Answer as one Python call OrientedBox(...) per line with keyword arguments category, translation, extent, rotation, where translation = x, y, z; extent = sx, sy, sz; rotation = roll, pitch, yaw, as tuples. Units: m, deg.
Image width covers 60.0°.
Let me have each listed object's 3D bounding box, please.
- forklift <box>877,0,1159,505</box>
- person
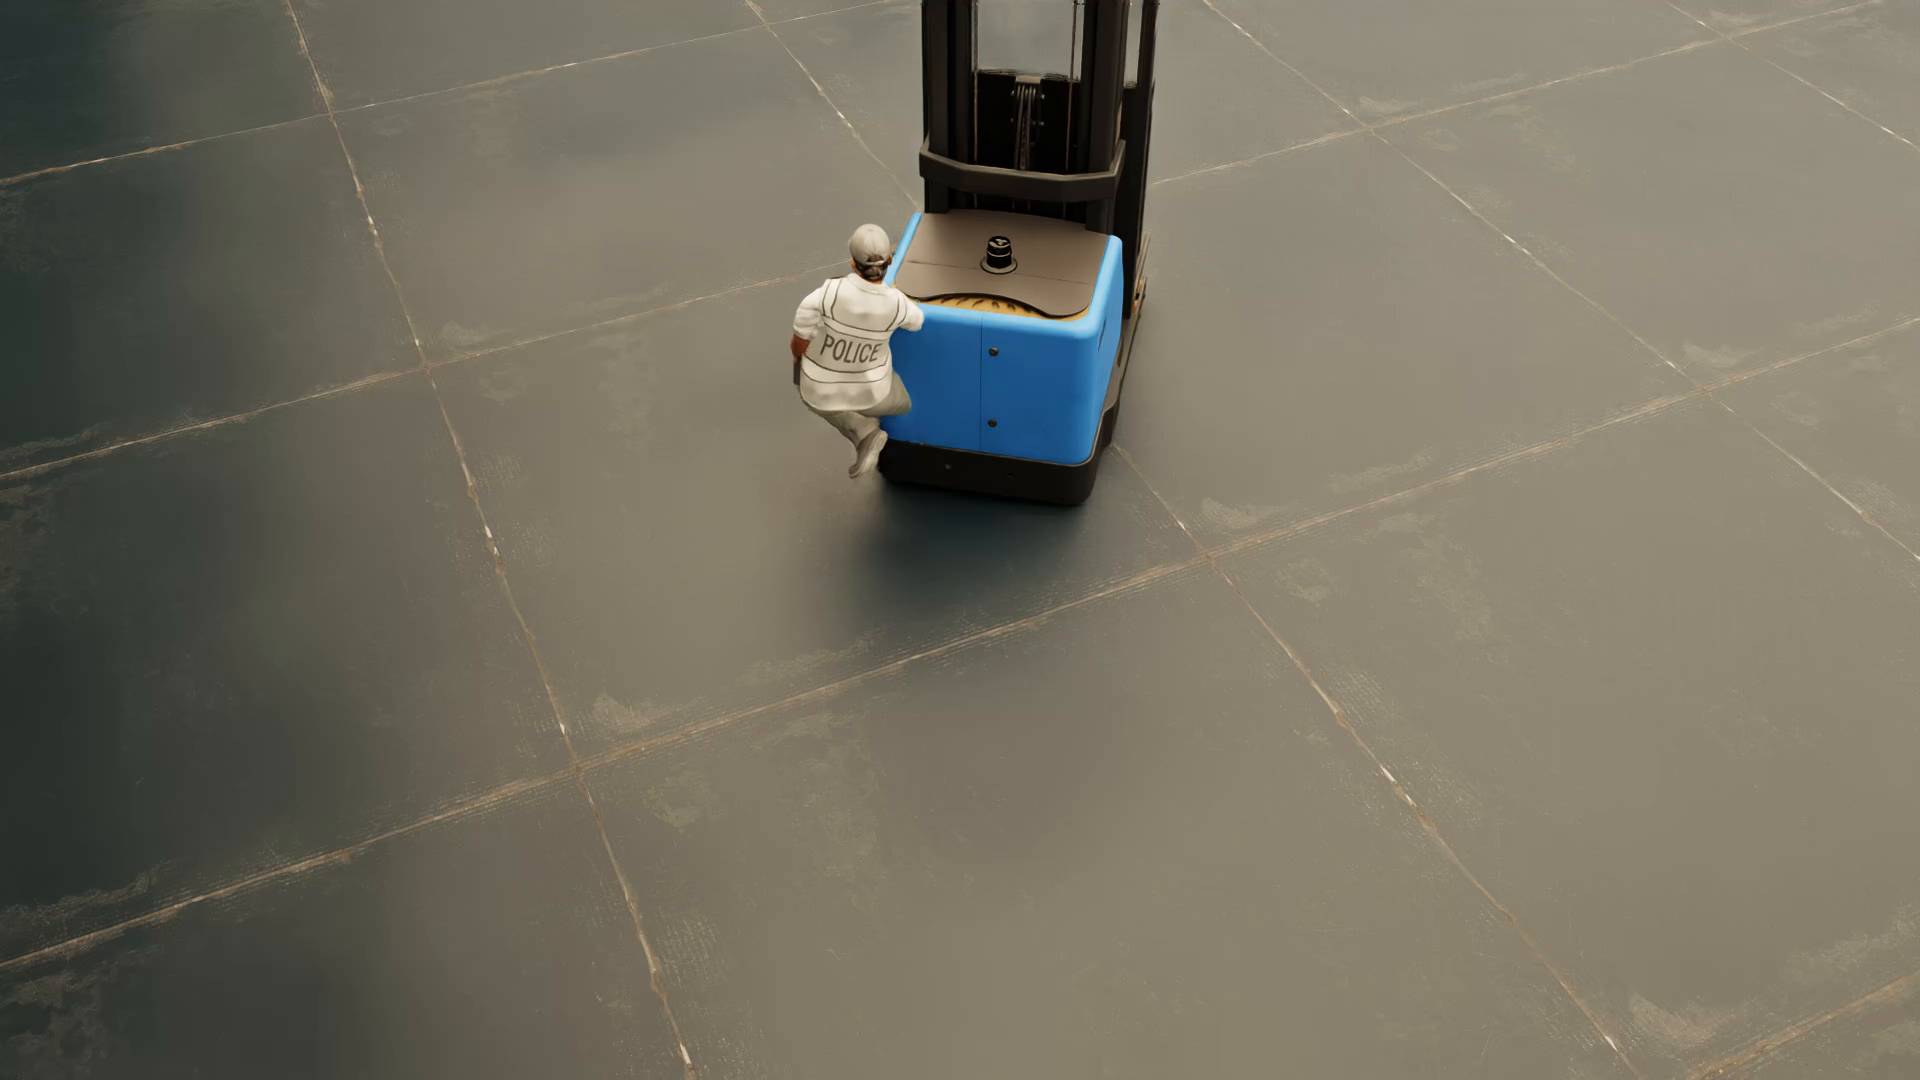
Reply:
OrientedBox(category="forklift", translation=(0.415, -2.259, 8.100), extent=(1.130, 2.935, 3.031), rotation=(8, 44, 9))
OrientedBox(category="person", translation=(-0.391, -0.849, 7.614), extent=(0.749, 1.532, 0.666), rotation=(-3, 43, -3))
